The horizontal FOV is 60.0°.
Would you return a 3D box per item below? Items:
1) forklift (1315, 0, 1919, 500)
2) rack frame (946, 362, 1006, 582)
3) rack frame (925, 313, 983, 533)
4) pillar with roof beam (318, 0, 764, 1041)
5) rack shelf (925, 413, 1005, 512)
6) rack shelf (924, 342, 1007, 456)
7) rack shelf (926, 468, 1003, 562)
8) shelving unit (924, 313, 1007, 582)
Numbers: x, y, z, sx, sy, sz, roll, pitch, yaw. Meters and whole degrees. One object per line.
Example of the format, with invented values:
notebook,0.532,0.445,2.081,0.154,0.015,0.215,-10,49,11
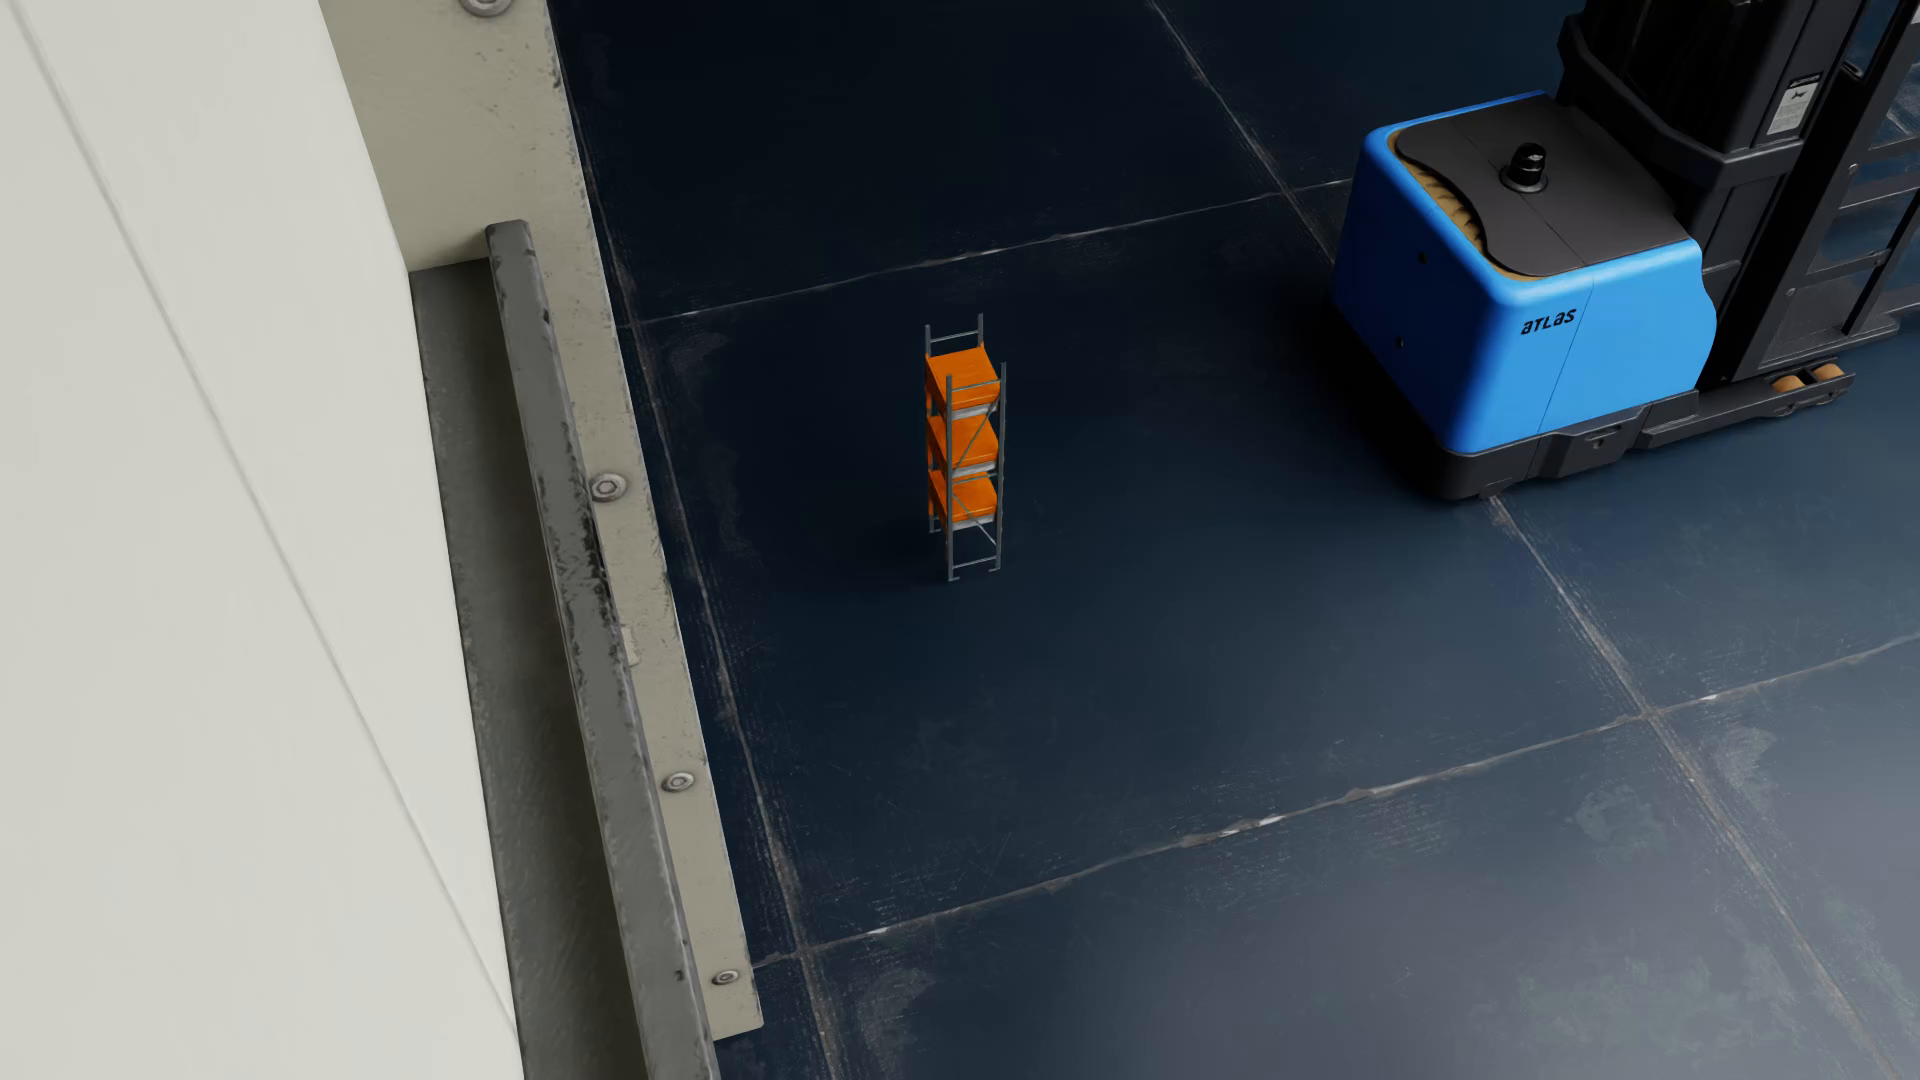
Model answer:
forklift,3.037,-1.805,5.854,3.031,2.935,1.130,-16,52,-13
rack frame,0.052,-0.210,5.741,0.200,1.050,0.008,-13,51,-11
rack frame,-0.020,-0.388,5.891,0.200,1.050,0.008,-13,51,-11
pillar with roof beam,3.317,-2.519,2.487,9.100,9.000,0.400,-13,51,-11
rack shelf,0.016,-0.292,5.824,0.215,0.259,0.240,-13,51,-11
rack shelf,0.016,-0.475,5.607,0.215,0.259,0.240,-13,51,-11
rack shelf,0.016,-0.113,6.036,0.215,0.259,0.240,-13,51,-11
shelving unit,0.016,-0.299,5.816,0.215,1.050,0.252,-13,51,-11
